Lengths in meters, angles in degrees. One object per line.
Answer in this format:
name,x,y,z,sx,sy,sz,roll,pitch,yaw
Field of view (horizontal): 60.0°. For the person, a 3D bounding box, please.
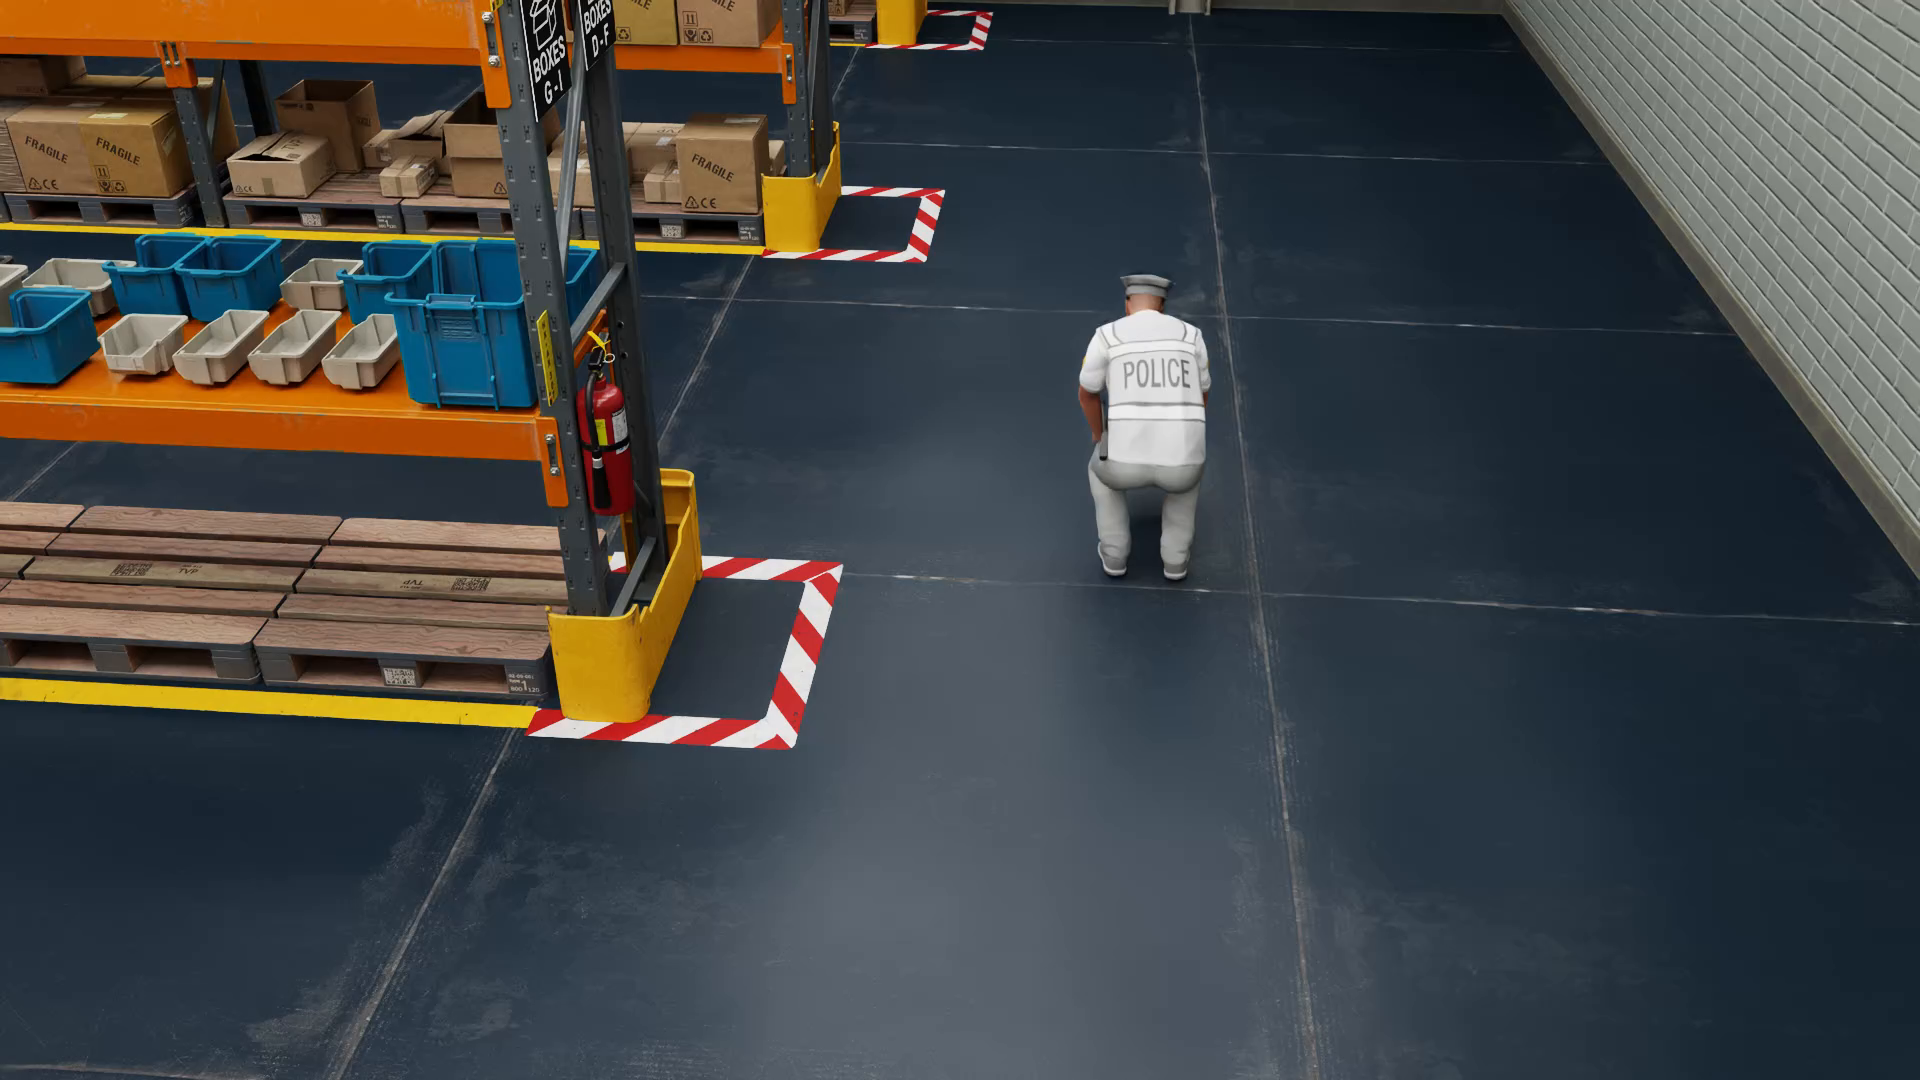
person,0.811,-0.485,7.378,0.584,1.268,0.873,2,32,4
